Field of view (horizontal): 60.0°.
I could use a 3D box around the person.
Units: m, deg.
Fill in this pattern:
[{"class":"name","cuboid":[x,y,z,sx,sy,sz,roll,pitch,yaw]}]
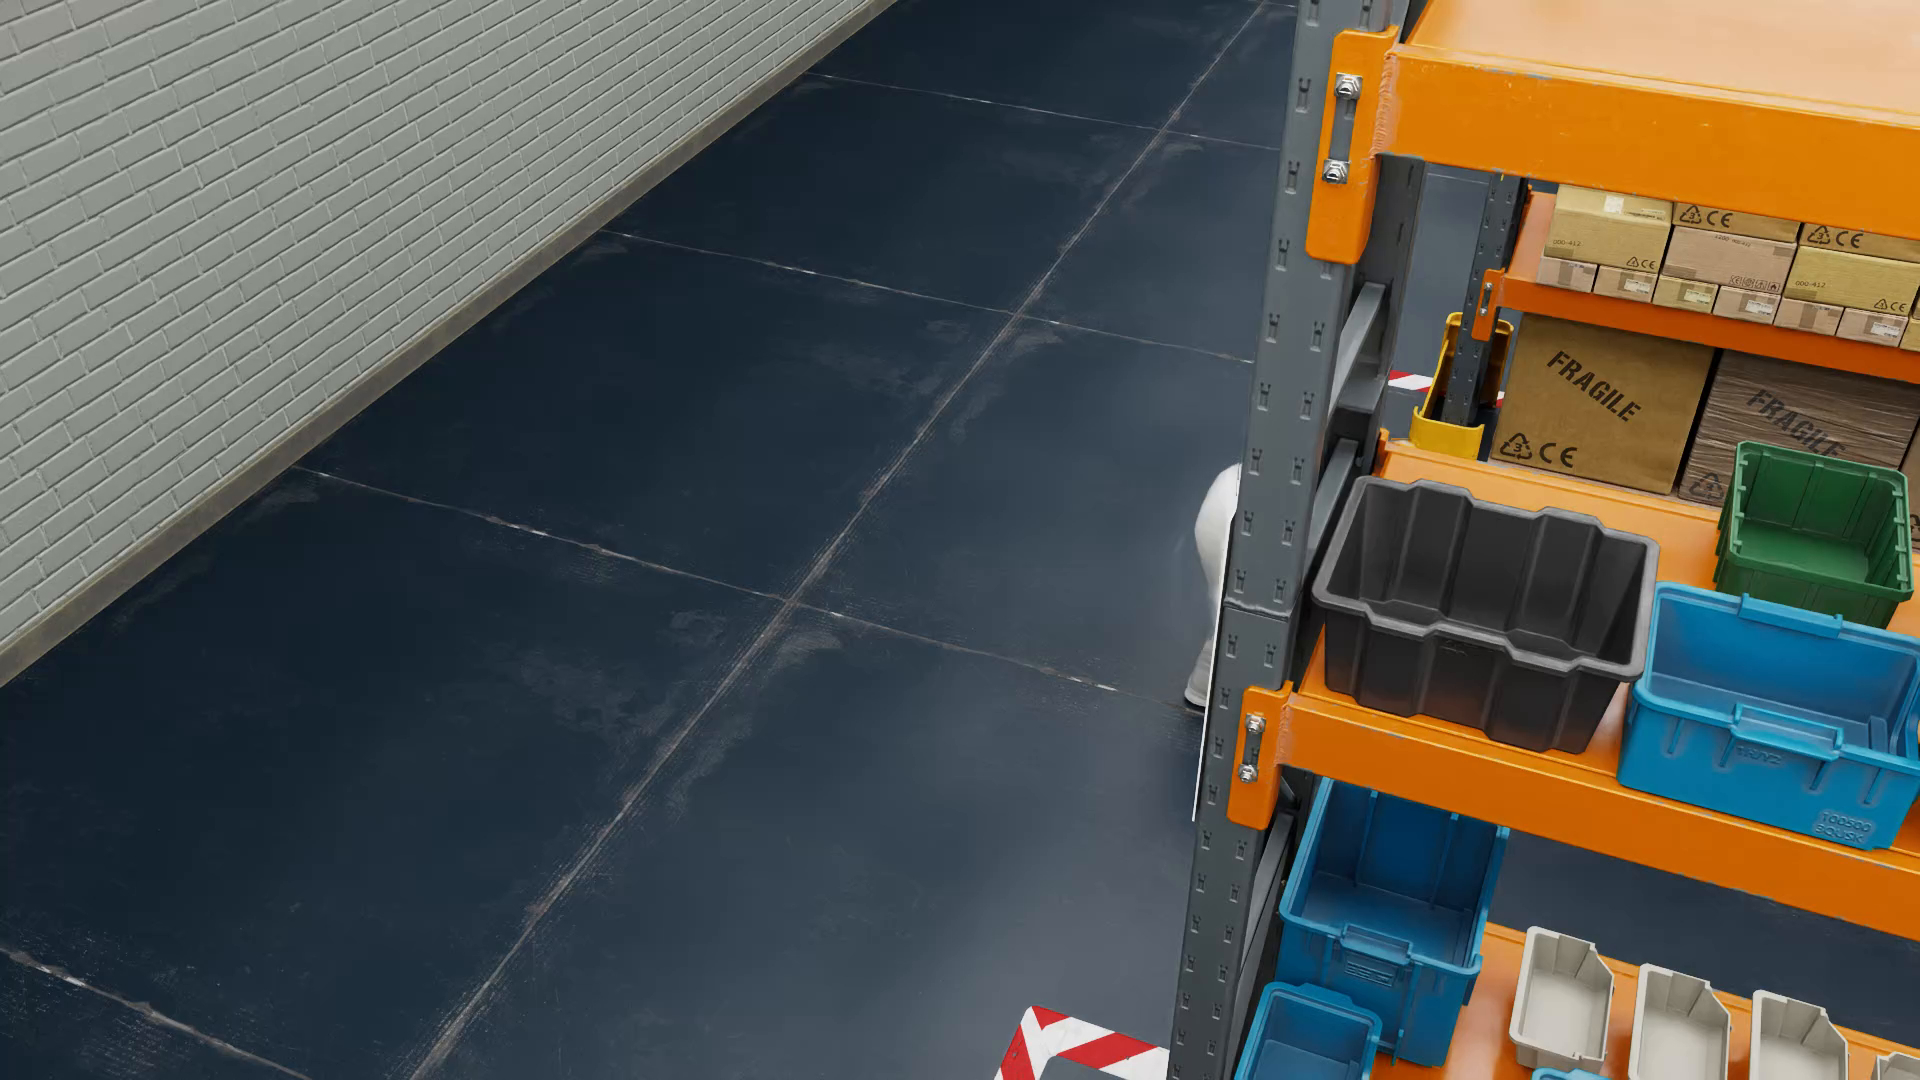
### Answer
[{"class":"person","cuboid":[1.399,0.144,6.947,0.860,1.416,0.552,13,39,17]}]
